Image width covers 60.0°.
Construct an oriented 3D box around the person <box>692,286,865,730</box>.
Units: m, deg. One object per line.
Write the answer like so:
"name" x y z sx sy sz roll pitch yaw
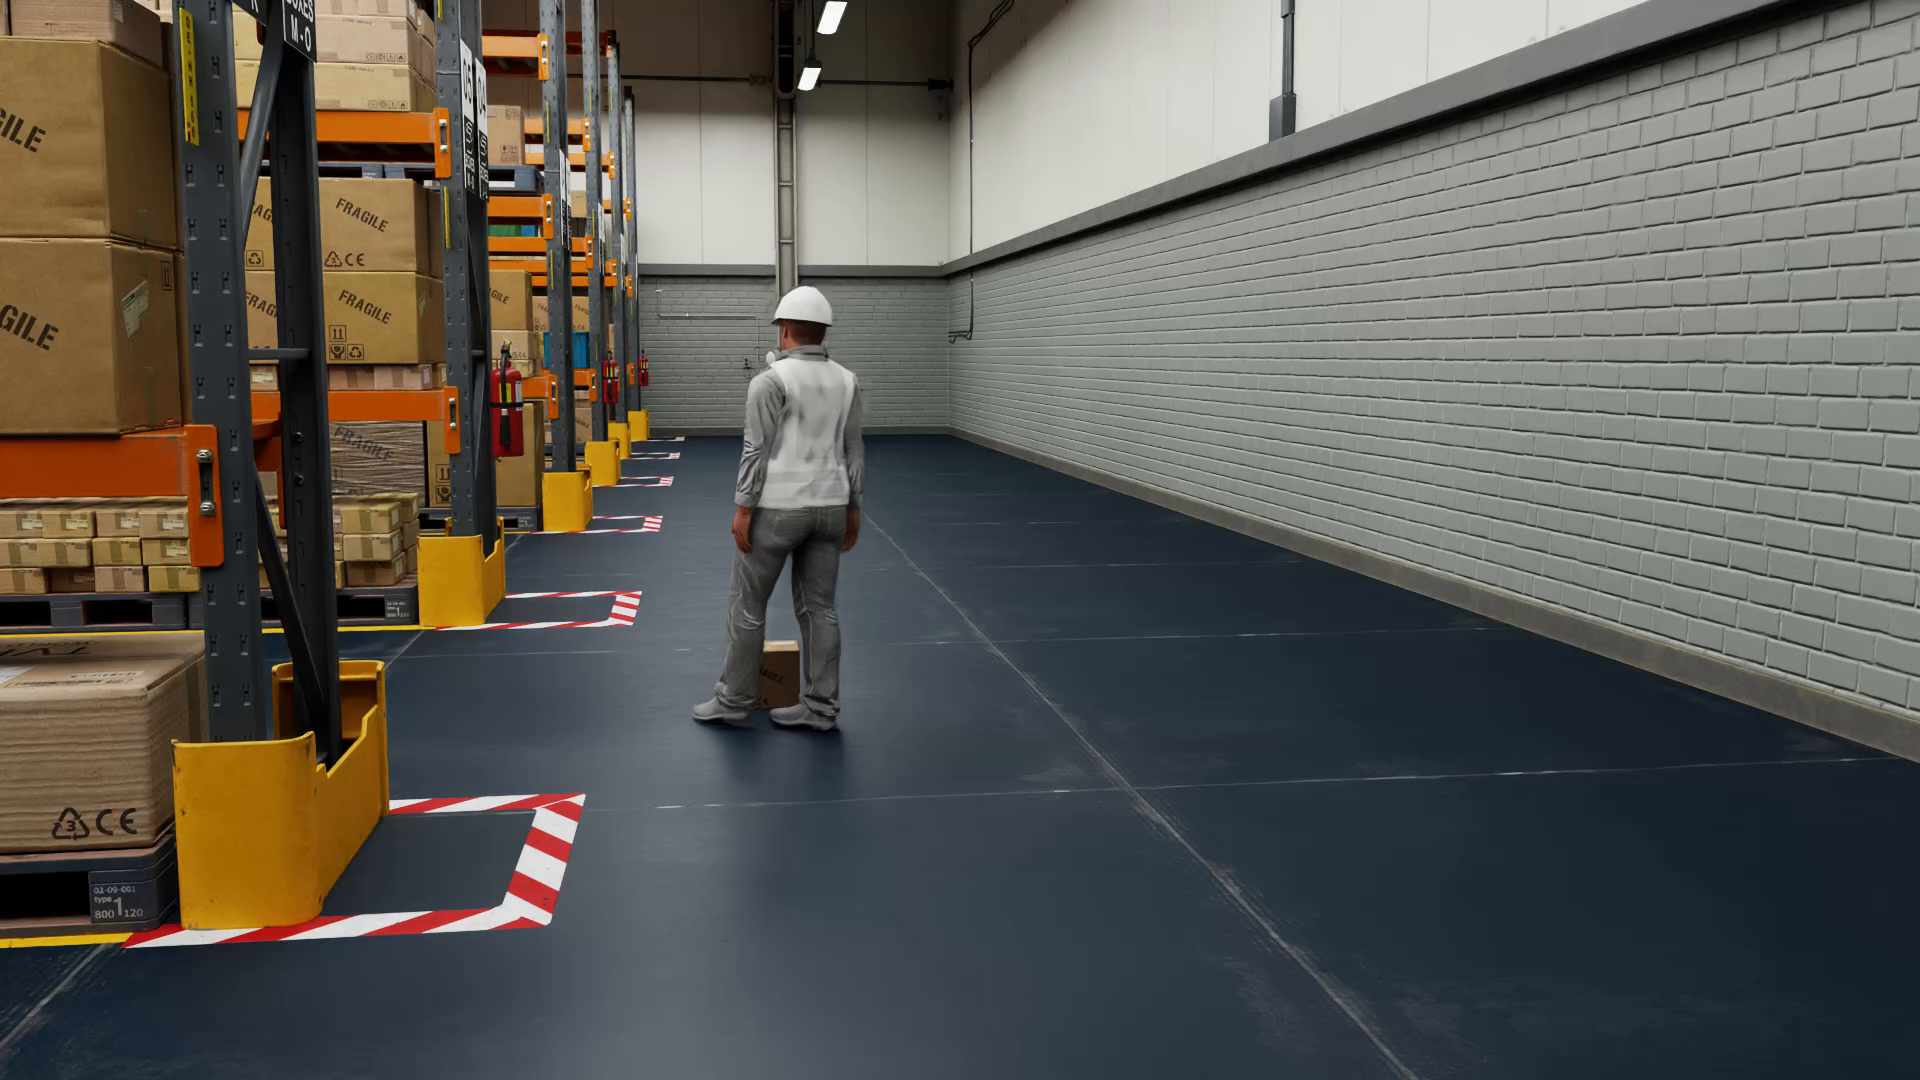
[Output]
"person" -0.737 -0.132 6.742 0.568 1.768 0.614 -6 9 -41
